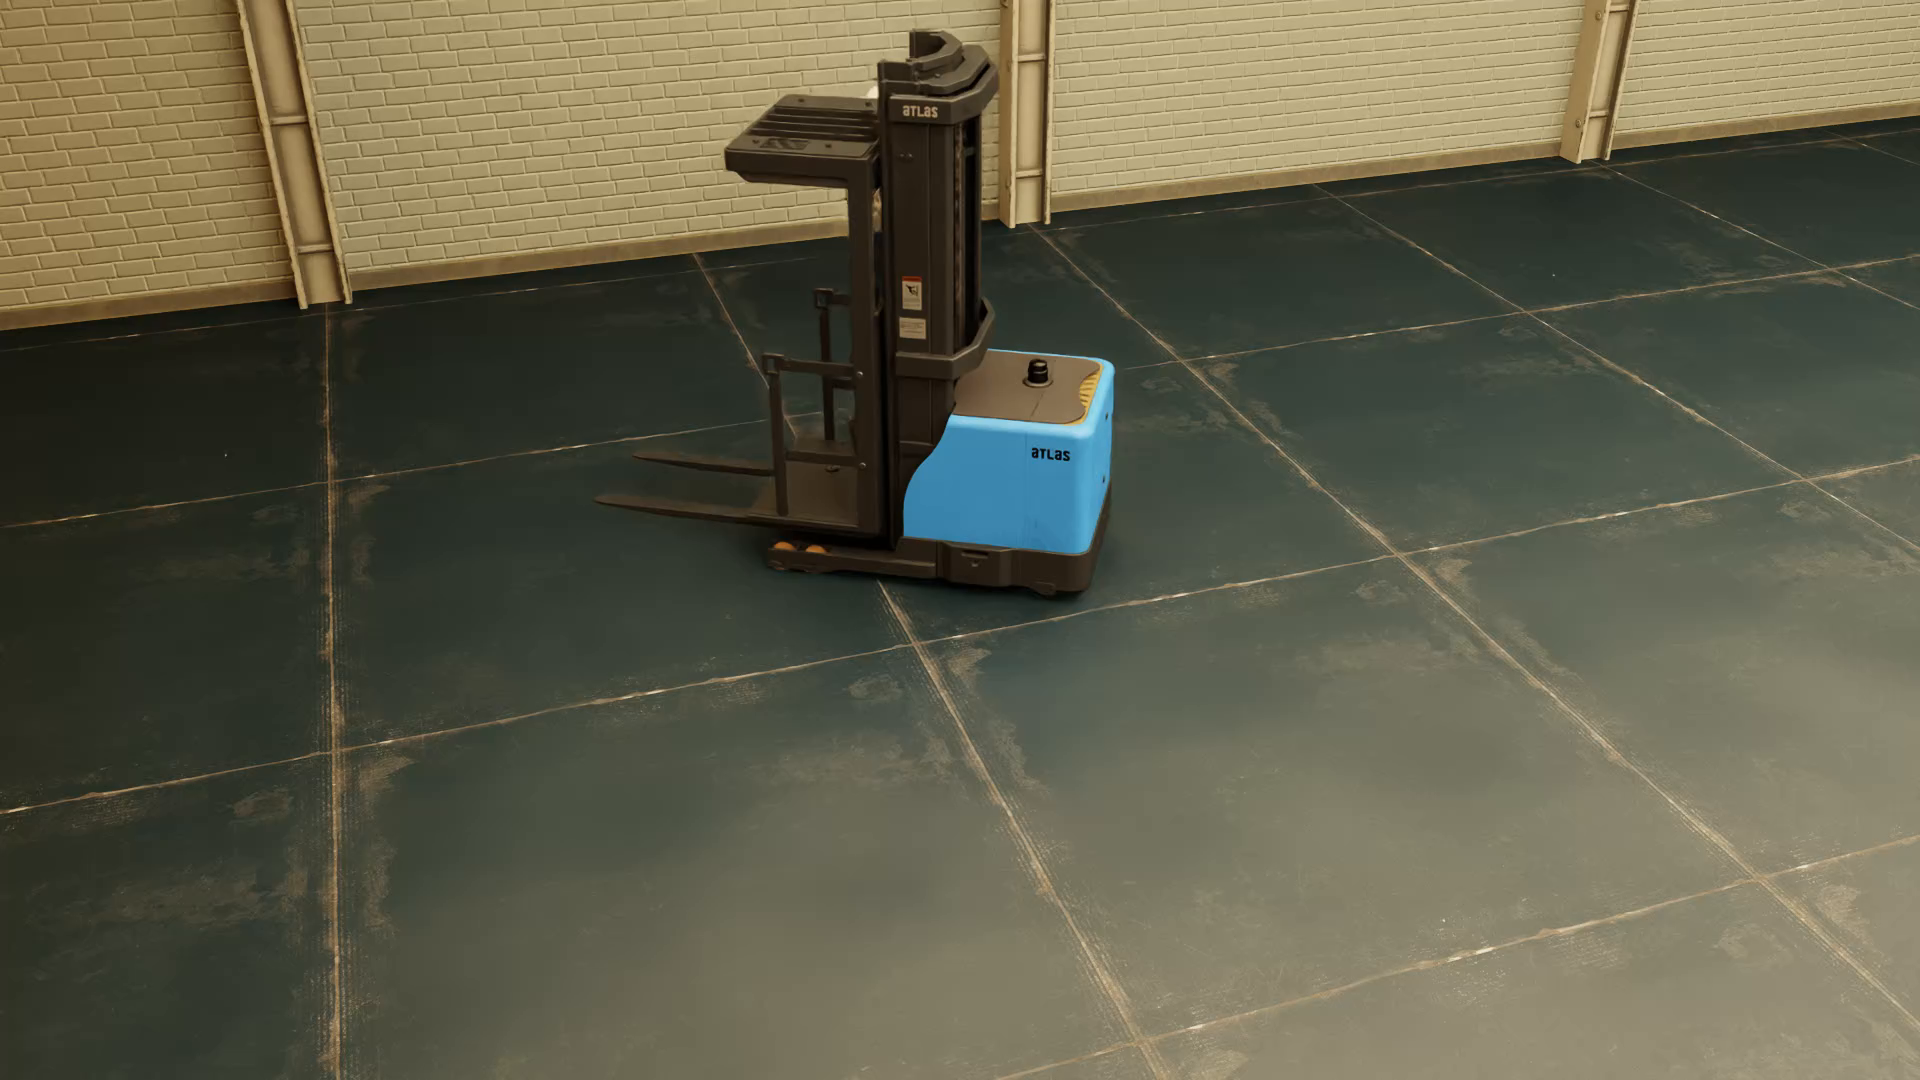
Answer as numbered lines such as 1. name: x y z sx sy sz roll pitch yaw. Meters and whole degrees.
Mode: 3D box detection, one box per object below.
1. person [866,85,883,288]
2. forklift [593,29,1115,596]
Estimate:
1. person: -0.454 -2.605 12.768 0.578 1.766 0.667 -5 30 -8
2. forklift: -0.657 -1.319 9.380 3.031 2.935 1.130 6 30 10
